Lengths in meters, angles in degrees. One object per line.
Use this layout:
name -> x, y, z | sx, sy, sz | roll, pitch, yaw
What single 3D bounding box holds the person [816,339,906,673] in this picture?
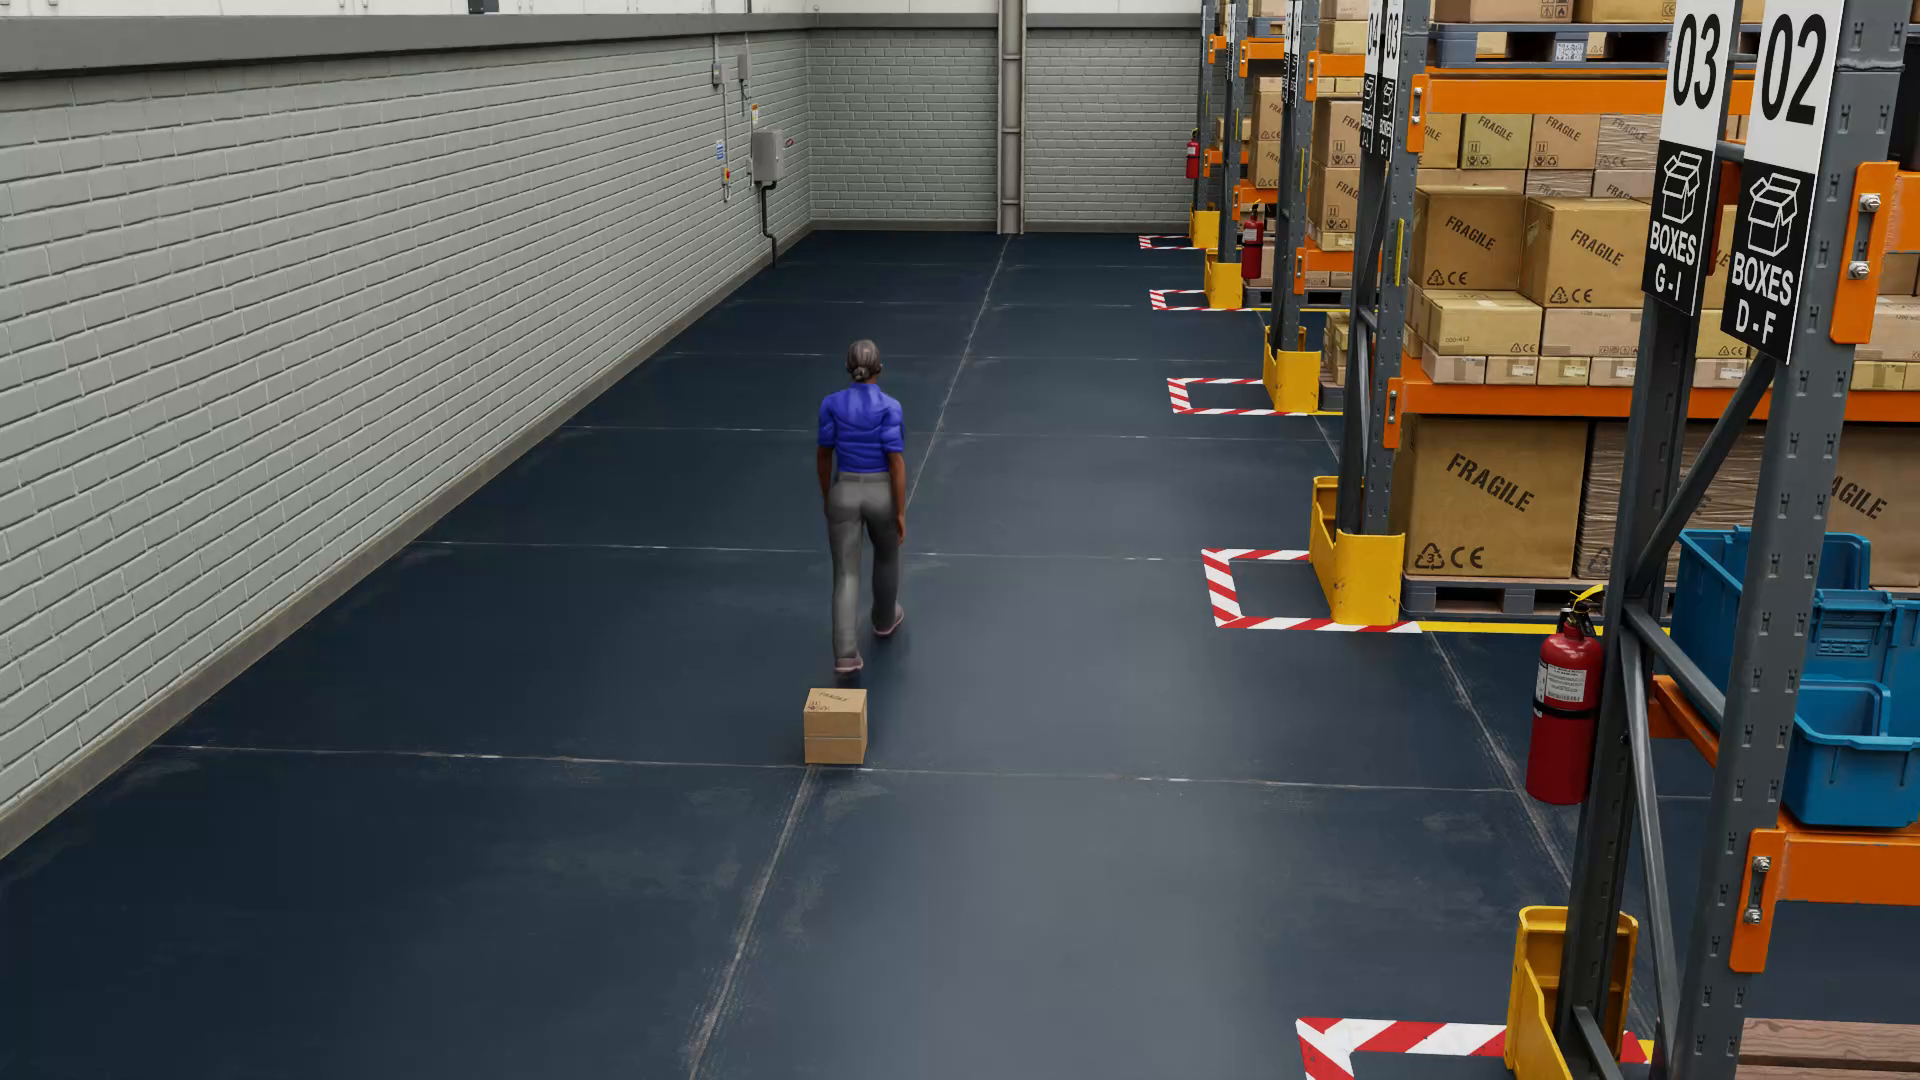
person -> -0.483, -0.189, 8.179 | 0.455, 1.598, 1.039 | 1, 18, 3
